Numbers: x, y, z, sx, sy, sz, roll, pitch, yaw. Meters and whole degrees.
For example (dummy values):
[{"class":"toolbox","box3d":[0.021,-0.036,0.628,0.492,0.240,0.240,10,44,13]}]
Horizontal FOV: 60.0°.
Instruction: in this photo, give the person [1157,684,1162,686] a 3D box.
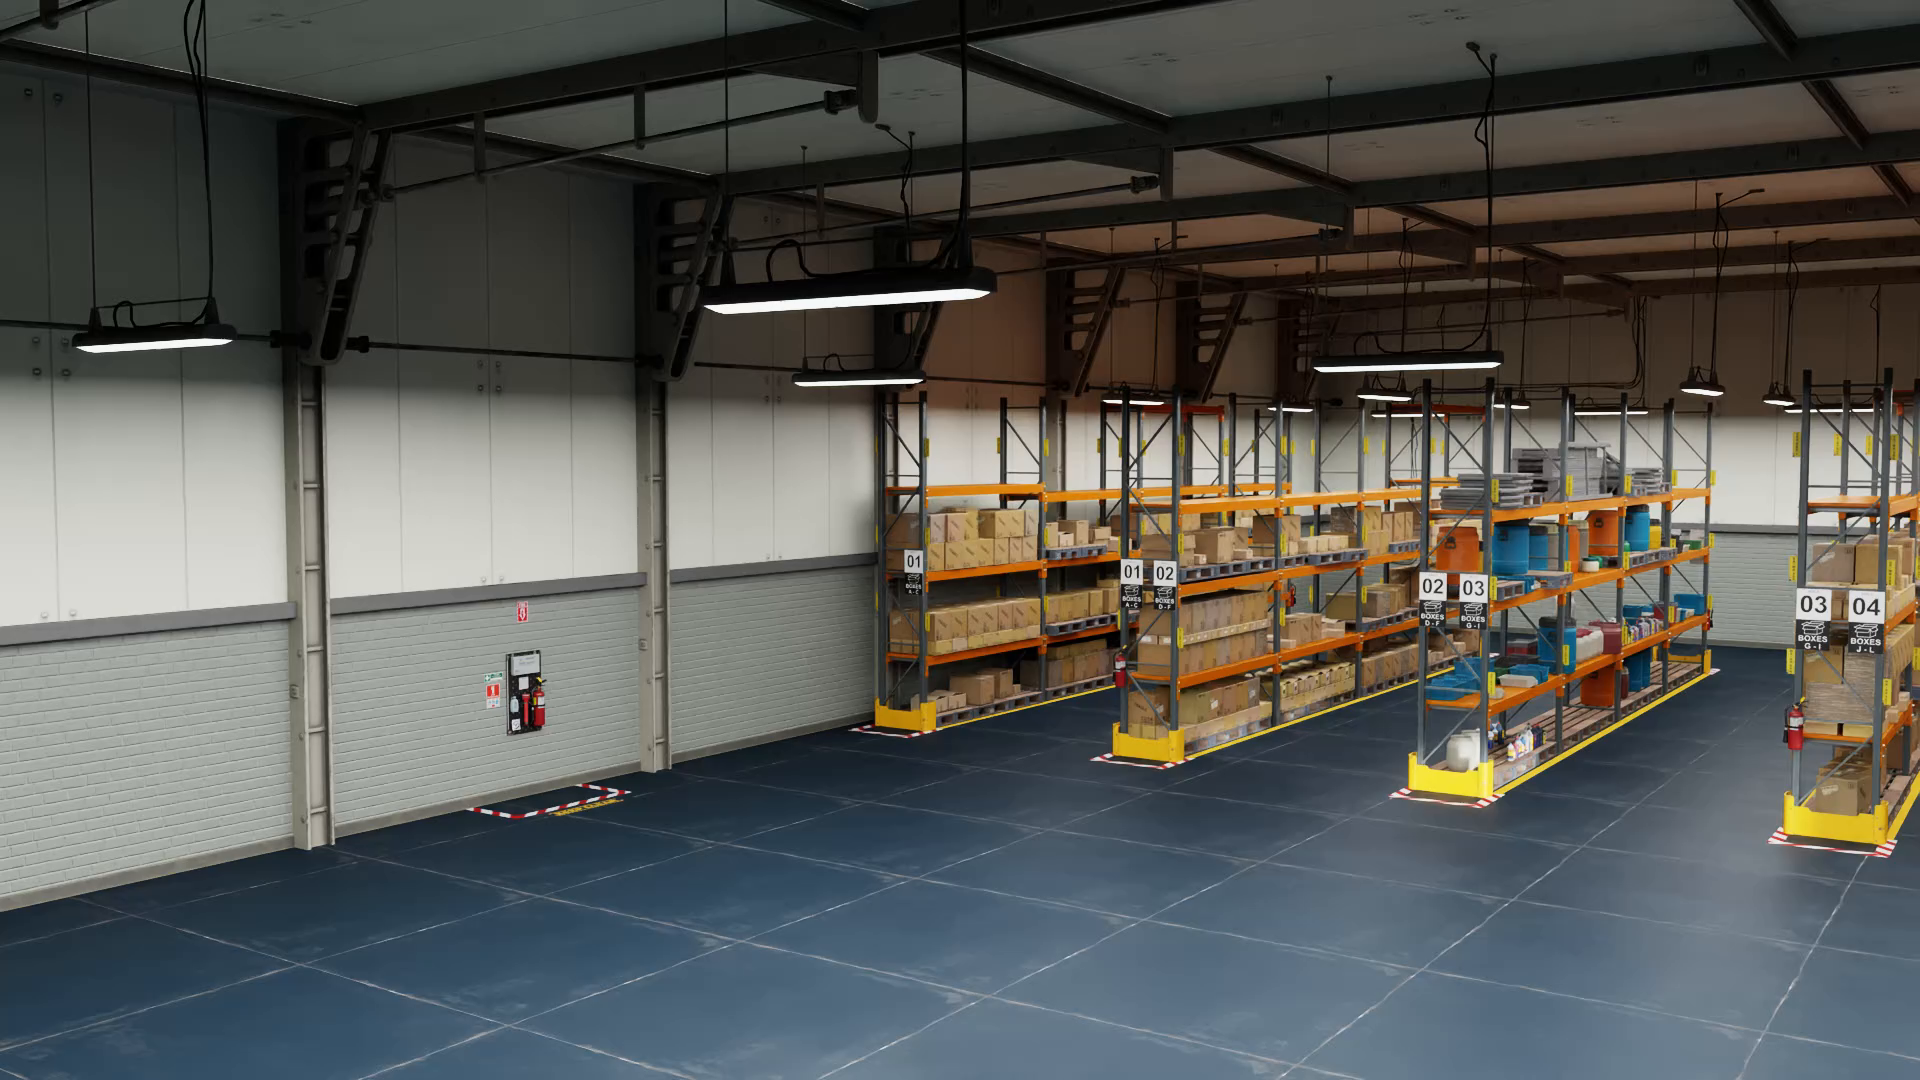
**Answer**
[{"class":"person","box3d":[4.247,2.251,33.558,0.603,1.727,1.100,2,4,26]}]

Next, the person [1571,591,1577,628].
[{"class":"person","box3d":[14.759,1.911,40.475,0.486,1.668,0.617,-2,4,-37]}]
